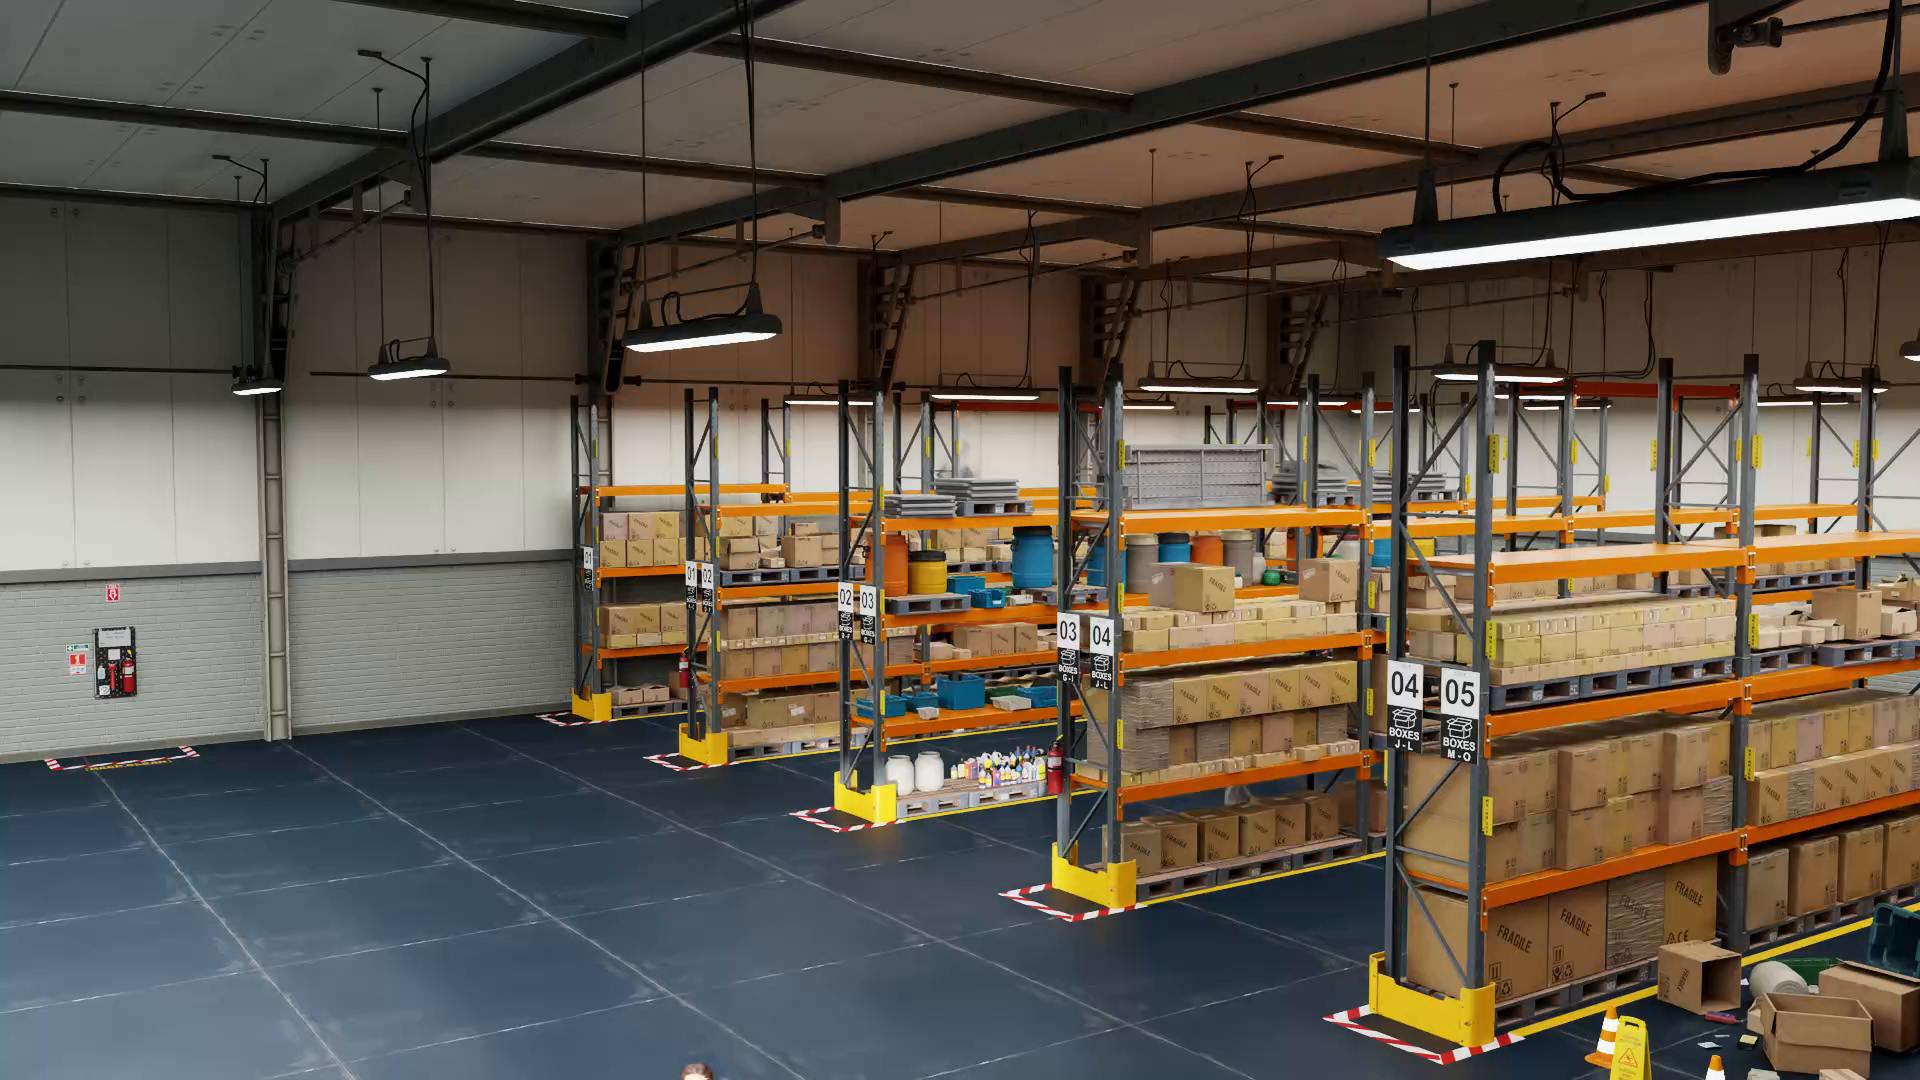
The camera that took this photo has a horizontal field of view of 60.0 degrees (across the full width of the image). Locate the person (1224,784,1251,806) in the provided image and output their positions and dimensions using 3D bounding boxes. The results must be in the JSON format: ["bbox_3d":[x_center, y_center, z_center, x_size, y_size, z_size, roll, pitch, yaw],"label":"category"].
[{"bbox_3d":[3.696,2.915,22.353,0.924,1.829,0.678,-3,5,-41],"label":"person"}]

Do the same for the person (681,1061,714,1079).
[{"bbox_3d":[-1.489,3.772,9.408,0.573,1.637,0.568,0,3,-3],"label":"person"}]
